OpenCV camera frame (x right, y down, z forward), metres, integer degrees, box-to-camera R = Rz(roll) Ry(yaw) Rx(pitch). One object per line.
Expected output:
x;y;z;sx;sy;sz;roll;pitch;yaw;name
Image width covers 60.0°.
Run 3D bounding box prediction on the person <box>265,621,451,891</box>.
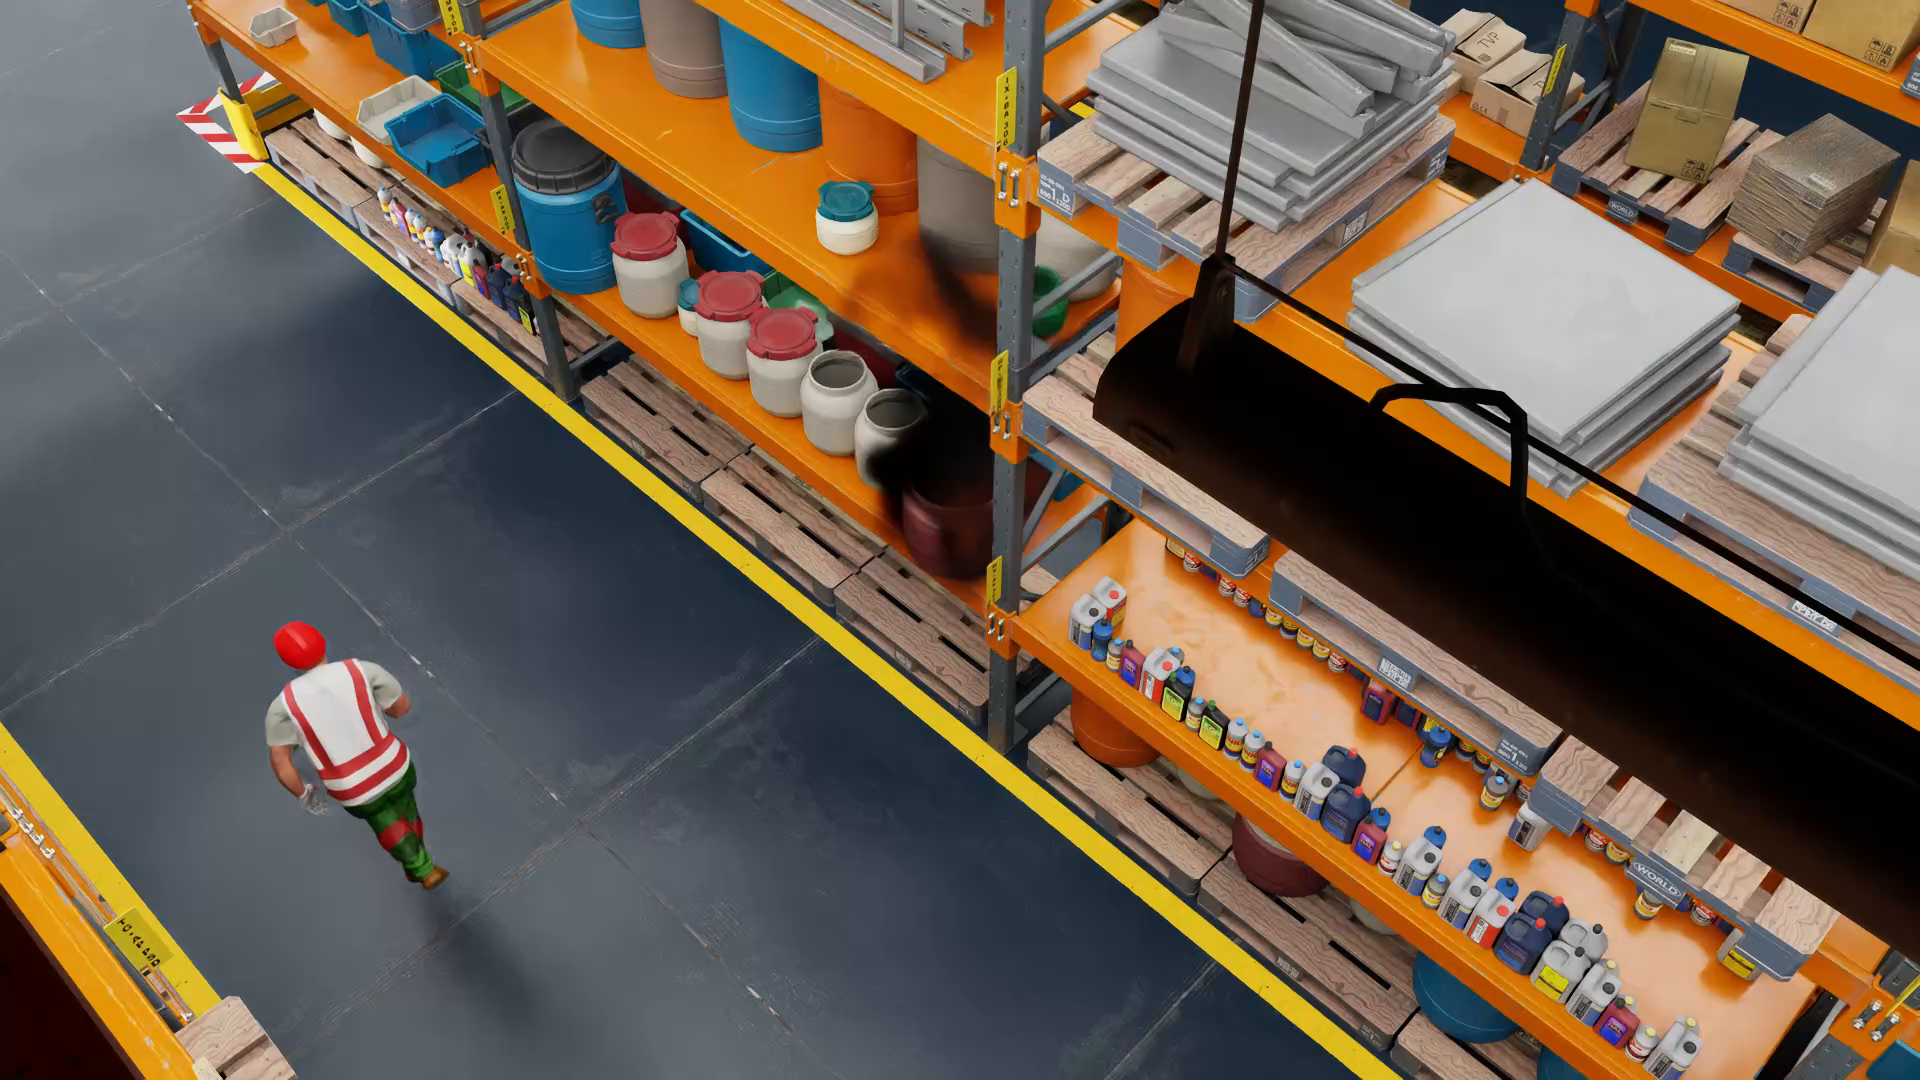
-2.900;1.112;8.040;0.676;1.617;0.866;-31;57;-24;person
